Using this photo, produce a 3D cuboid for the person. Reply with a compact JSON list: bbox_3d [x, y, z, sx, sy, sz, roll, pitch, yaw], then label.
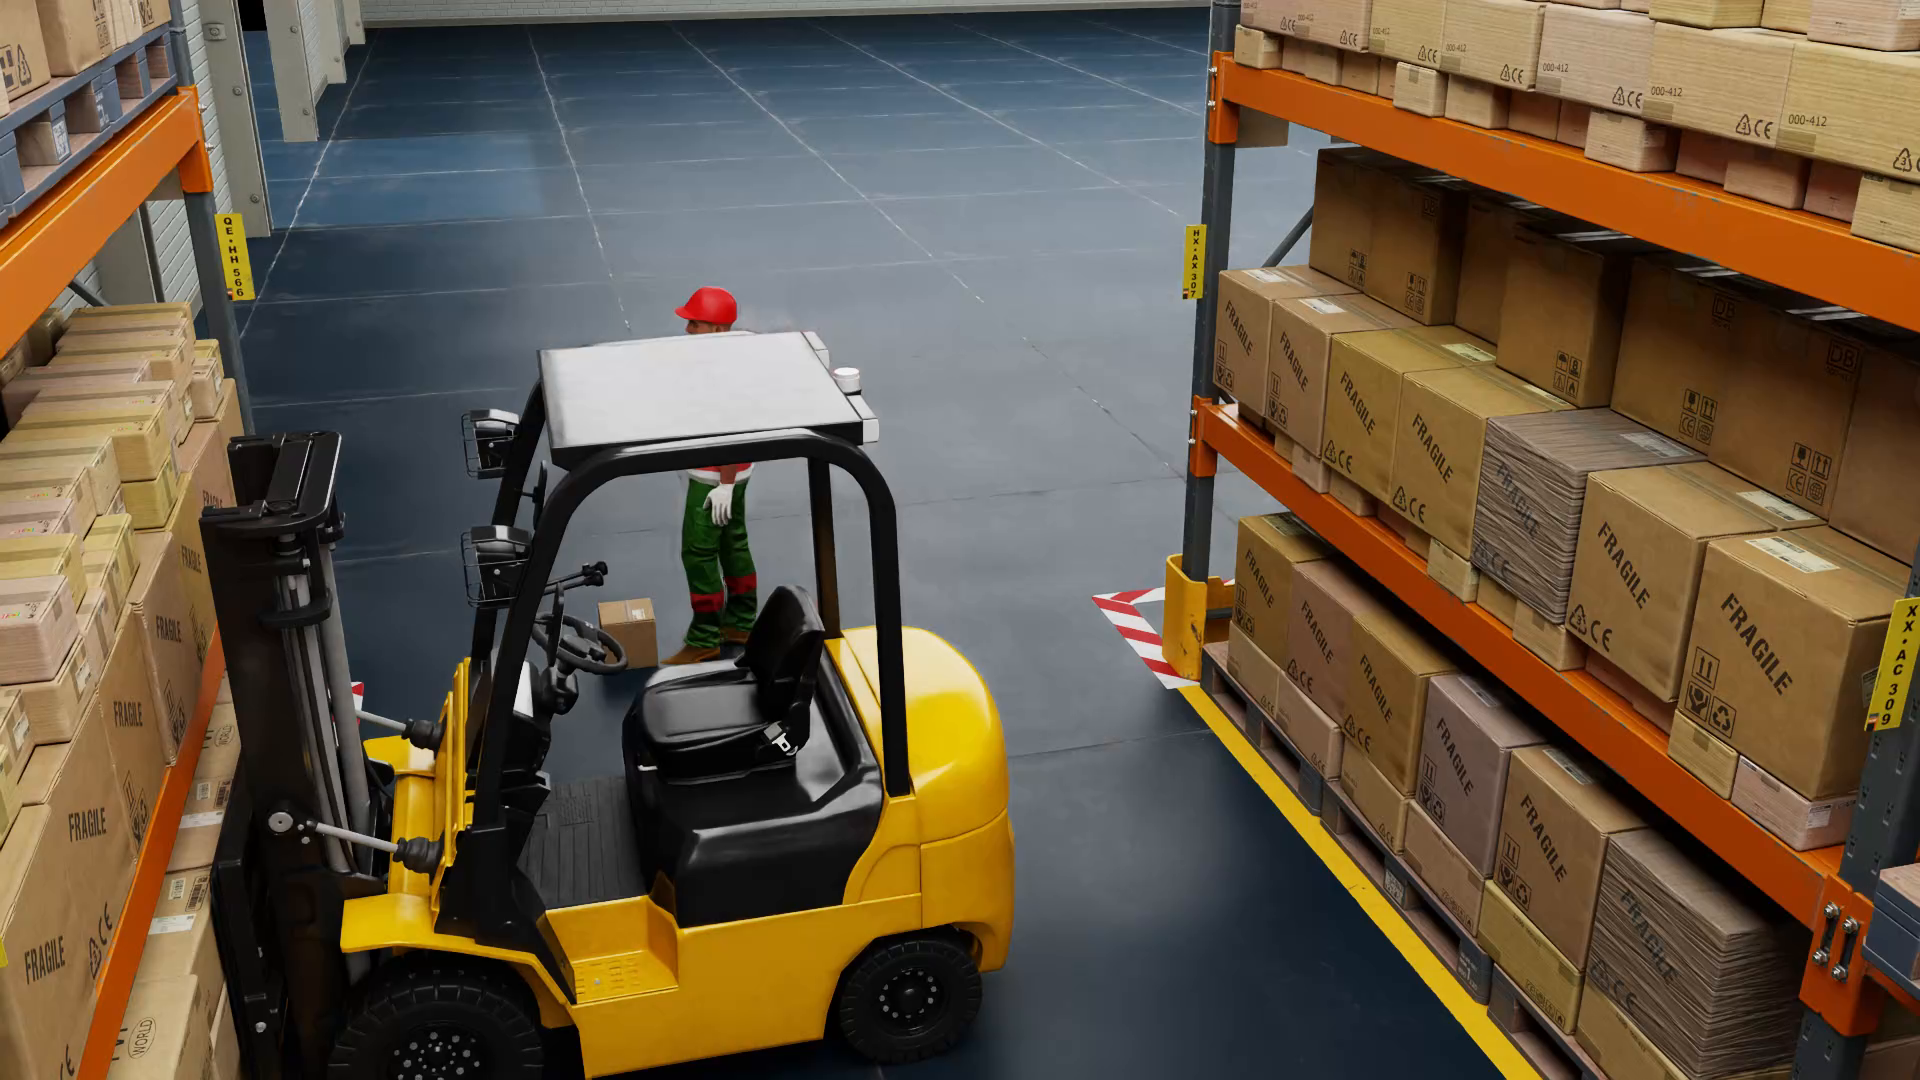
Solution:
[{"bbox_3d":[-1.198,-0.296,7.798,0.496,1.832,0.585,-1,23,-2],"label":"person"}]
